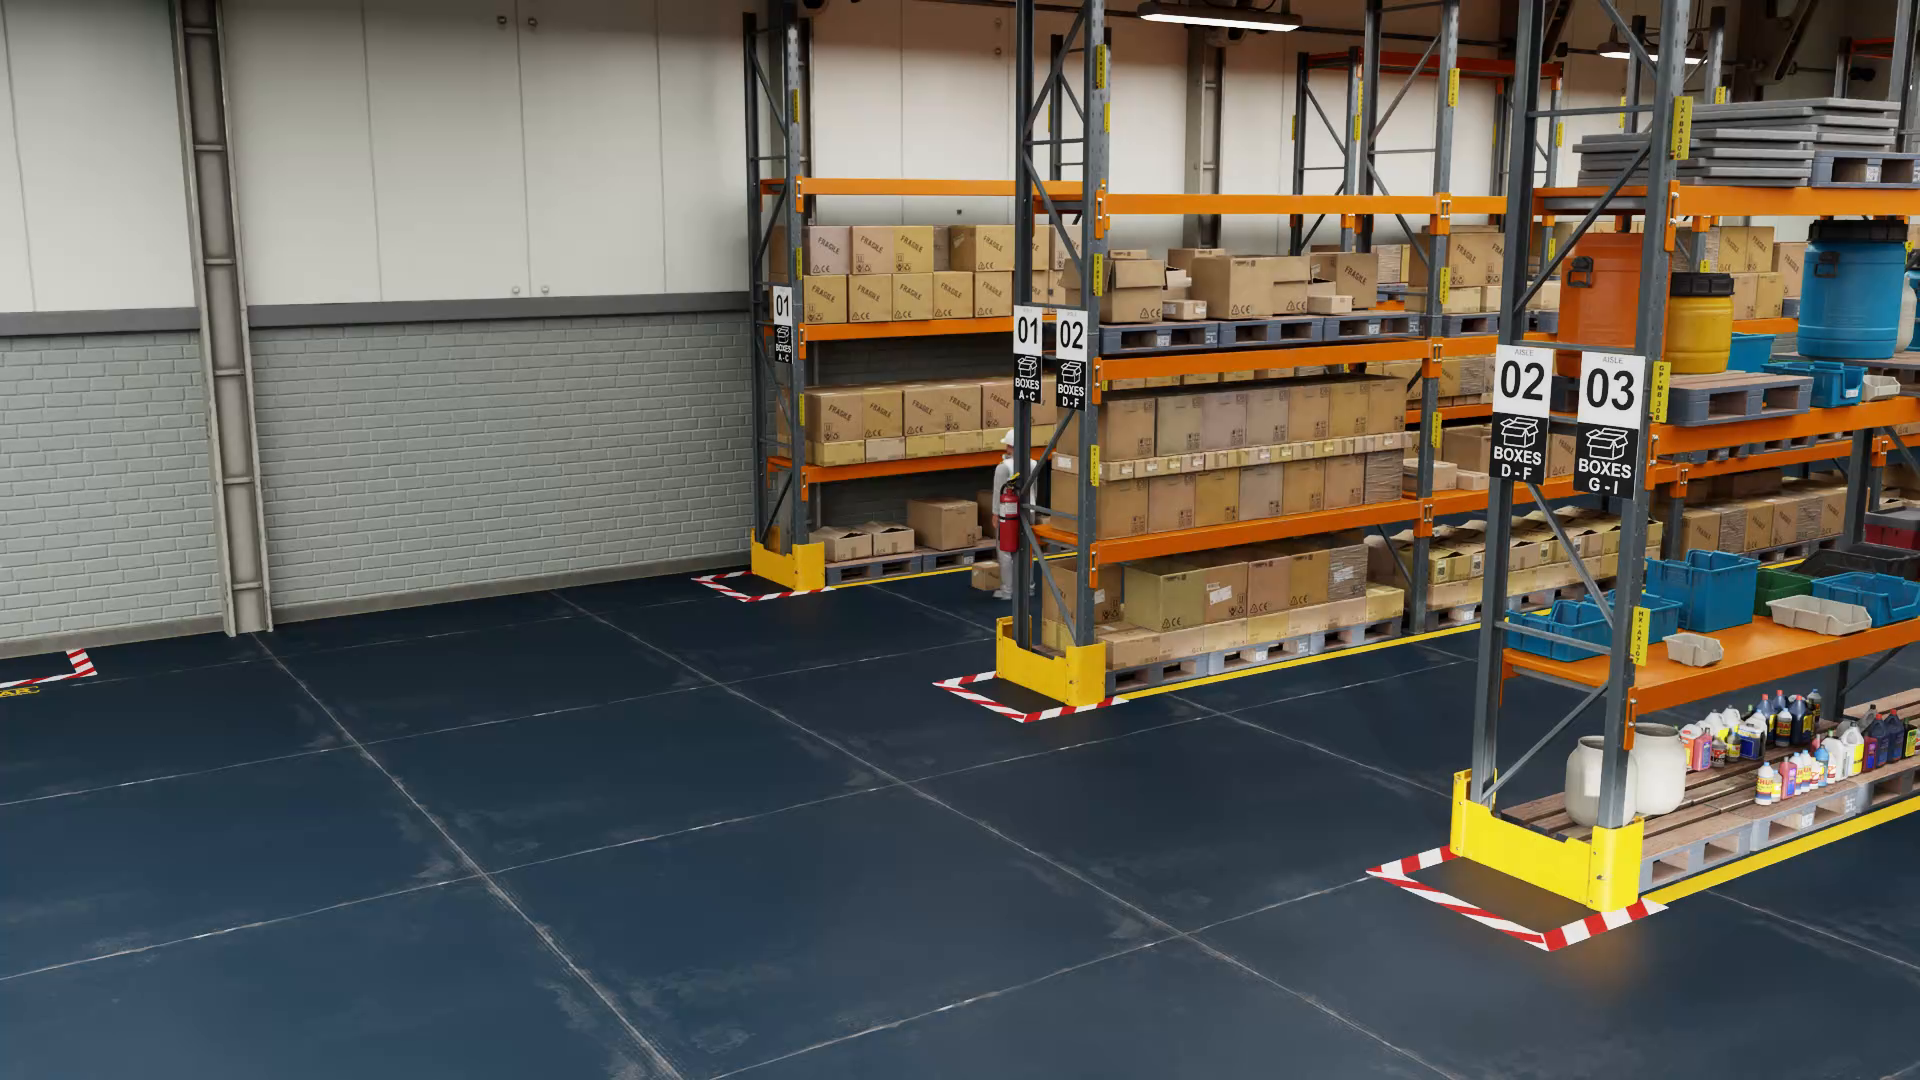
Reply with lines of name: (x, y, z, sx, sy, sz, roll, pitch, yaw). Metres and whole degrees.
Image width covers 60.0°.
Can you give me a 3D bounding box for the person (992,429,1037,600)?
person: (0.556, -0.277, 17.288, 0.531, 1.767, 0.360, -7, 13, -32)
